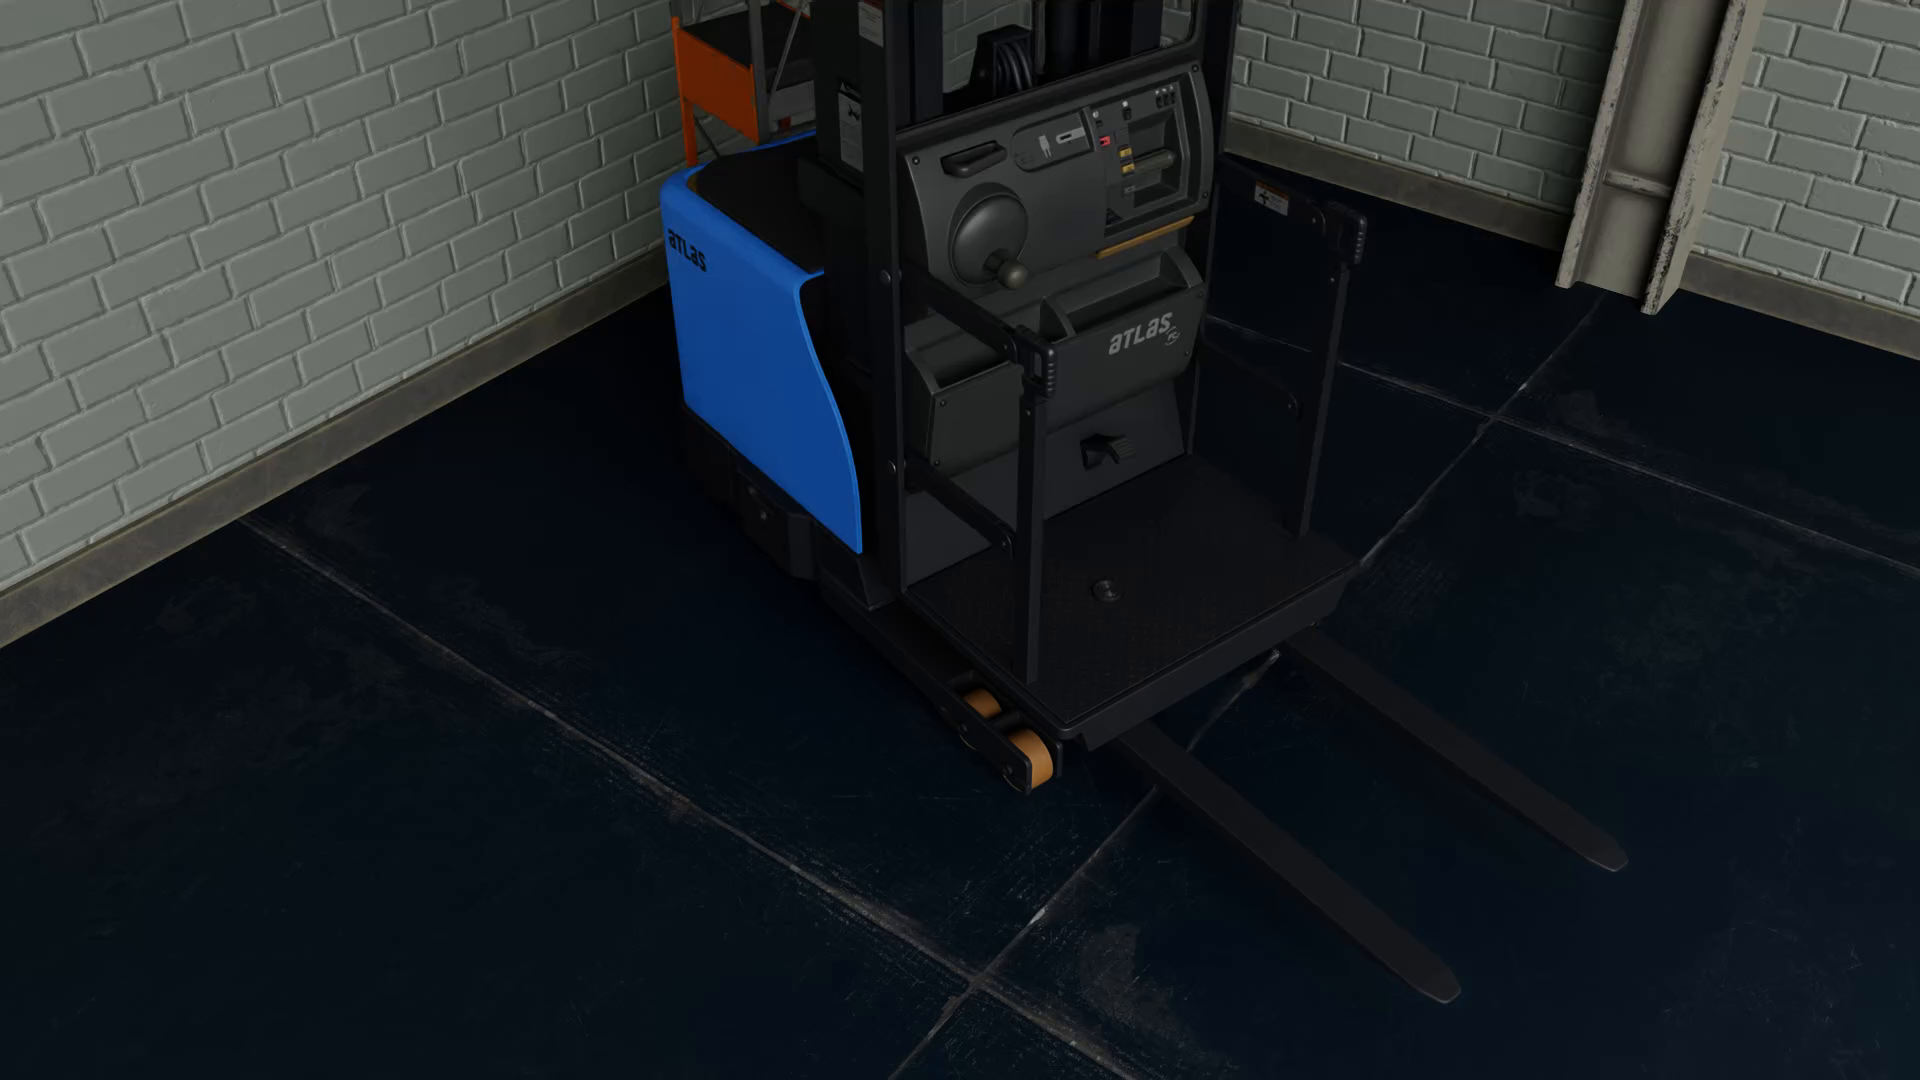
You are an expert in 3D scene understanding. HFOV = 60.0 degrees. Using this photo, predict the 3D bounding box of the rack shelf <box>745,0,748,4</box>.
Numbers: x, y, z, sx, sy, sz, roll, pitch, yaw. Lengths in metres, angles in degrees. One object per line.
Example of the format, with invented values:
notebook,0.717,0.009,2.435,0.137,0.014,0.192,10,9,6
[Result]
rack shelf,-0.606,-1.961,4.938,0.431,0.518,0.480,-25,45,-29

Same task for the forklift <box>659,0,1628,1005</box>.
forklift,0.394,-0.838,3.942,1.130,2.935,3.031,-25,45,-29

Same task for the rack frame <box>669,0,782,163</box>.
rack frame,-0.755,-1.539,5.513,0.400,2.100,0.015,-25,45,-29

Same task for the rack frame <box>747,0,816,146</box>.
rack frame,-0.458,-1.301,5.208,0.400,2.100,0.015,-25,45,-29

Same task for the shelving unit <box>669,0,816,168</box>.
shelving unit,-0.606,-1.420,5.361,0.431,2.100,0.503,-25,45,-29

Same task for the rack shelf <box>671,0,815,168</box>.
rack shelf,-0.606,-1.409,5.369,0.431,0.518,0.480,-25,45,-29

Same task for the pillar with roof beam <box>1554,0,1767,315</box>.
pillar with roof beam,-0.033,-2.440,1.067,0.400,9.000,9.100,25,45,29
